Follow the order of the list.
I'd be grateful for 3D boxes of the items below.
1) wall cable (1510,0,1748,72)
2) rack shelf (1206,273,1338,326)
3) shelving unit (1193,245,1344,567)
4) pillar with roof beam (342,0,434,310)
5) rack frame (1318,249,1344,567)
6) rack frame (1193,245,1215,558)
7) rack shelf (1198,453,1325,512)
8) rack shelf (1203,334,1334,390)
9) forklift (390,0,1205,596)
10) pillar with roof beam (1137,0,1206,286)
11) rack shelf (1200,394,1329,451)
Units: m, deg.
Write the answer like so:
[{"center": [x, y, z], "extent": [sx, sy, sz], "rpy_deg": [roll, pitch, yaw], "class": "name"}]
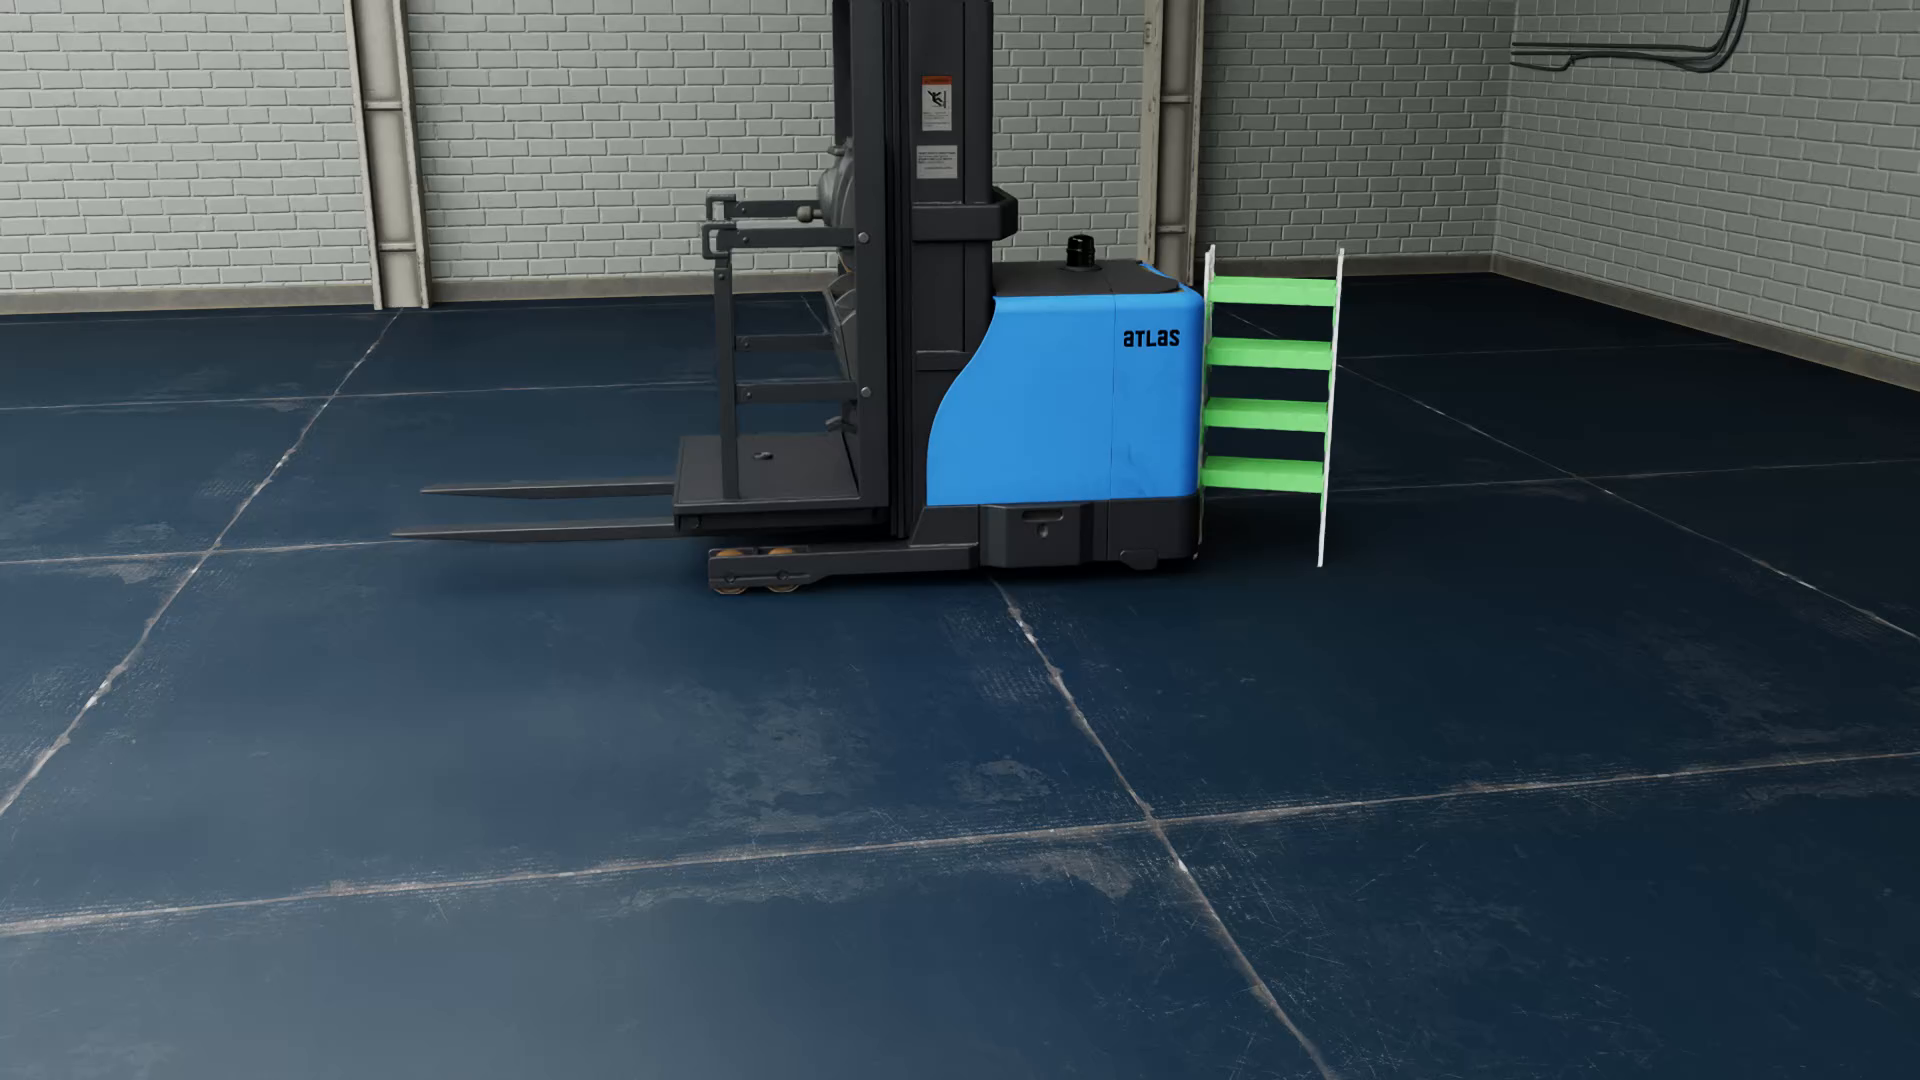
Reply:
[{"center": [4.829, -4.709, 12.106], "extent": [0.112, 2.526, 3.097], "rpy_deg": [-3, 17, -10], "class": "wall cable"}, {"center": [1.193, -0.919, 6.343], "extent": [0.480, 0.148, 0.258], "rpy_deg": [4, 18, 13], "class": "rack shelf"}, {"center": [1.193, -0.521, 6.465], "extent": [0.503, 1.200, 0.258], "rpy_deg": [4, 18, 13], "class": "shelving unit"}, {"center": [-3.389, -4.835, 7.229], "extent": [0.400, 9.000, 9.100], "rpy_deg": [-3, 17, -10], "class": "pillar with roof beam"}, {"center": [1.431, -0.505, 6.411], "extent": [0.015, 1.200, 0.240], "rpy_deg": [4, 18, 13], "class": "rack frame"}, {"center": [0.956, -0.538, 6.518], "extent": [0.015, 1.200, 0.240], "rpy_deg": [4, 18, 13], "class": "rack frame"}, {"center": [1.193, -0.231, 6.554], "extent": [0.480, 0.148, 0.258], "rpy_deg": [4, 18, 13], "class": "rack shelf"}, {"center": [1.193, -0.689, 6.413], "extent": [0.480, 0.148, 0.258], "rpy_deg": [4, 18, 13], "class": "rack shelf"}, {"center": [-0.637, -1.361, 6.250], "extent": [3.031, 2.935, 1.130], "rpy_deg": [-2, 17, -7], "class": "forklift"}, {"center": [2.502, -5.170, 8.317], "extent": [0.400, 9.000, 9.100], "rpy_deg": [-3, 17, -10], "class": "pillar with roof beam"}, {"center": [1.193, -0.460, 6.483], "extent": [0.480, 0.148, 0.258], "rpy_deg": [4, 18, 13], "class": "rack shelf"}]
